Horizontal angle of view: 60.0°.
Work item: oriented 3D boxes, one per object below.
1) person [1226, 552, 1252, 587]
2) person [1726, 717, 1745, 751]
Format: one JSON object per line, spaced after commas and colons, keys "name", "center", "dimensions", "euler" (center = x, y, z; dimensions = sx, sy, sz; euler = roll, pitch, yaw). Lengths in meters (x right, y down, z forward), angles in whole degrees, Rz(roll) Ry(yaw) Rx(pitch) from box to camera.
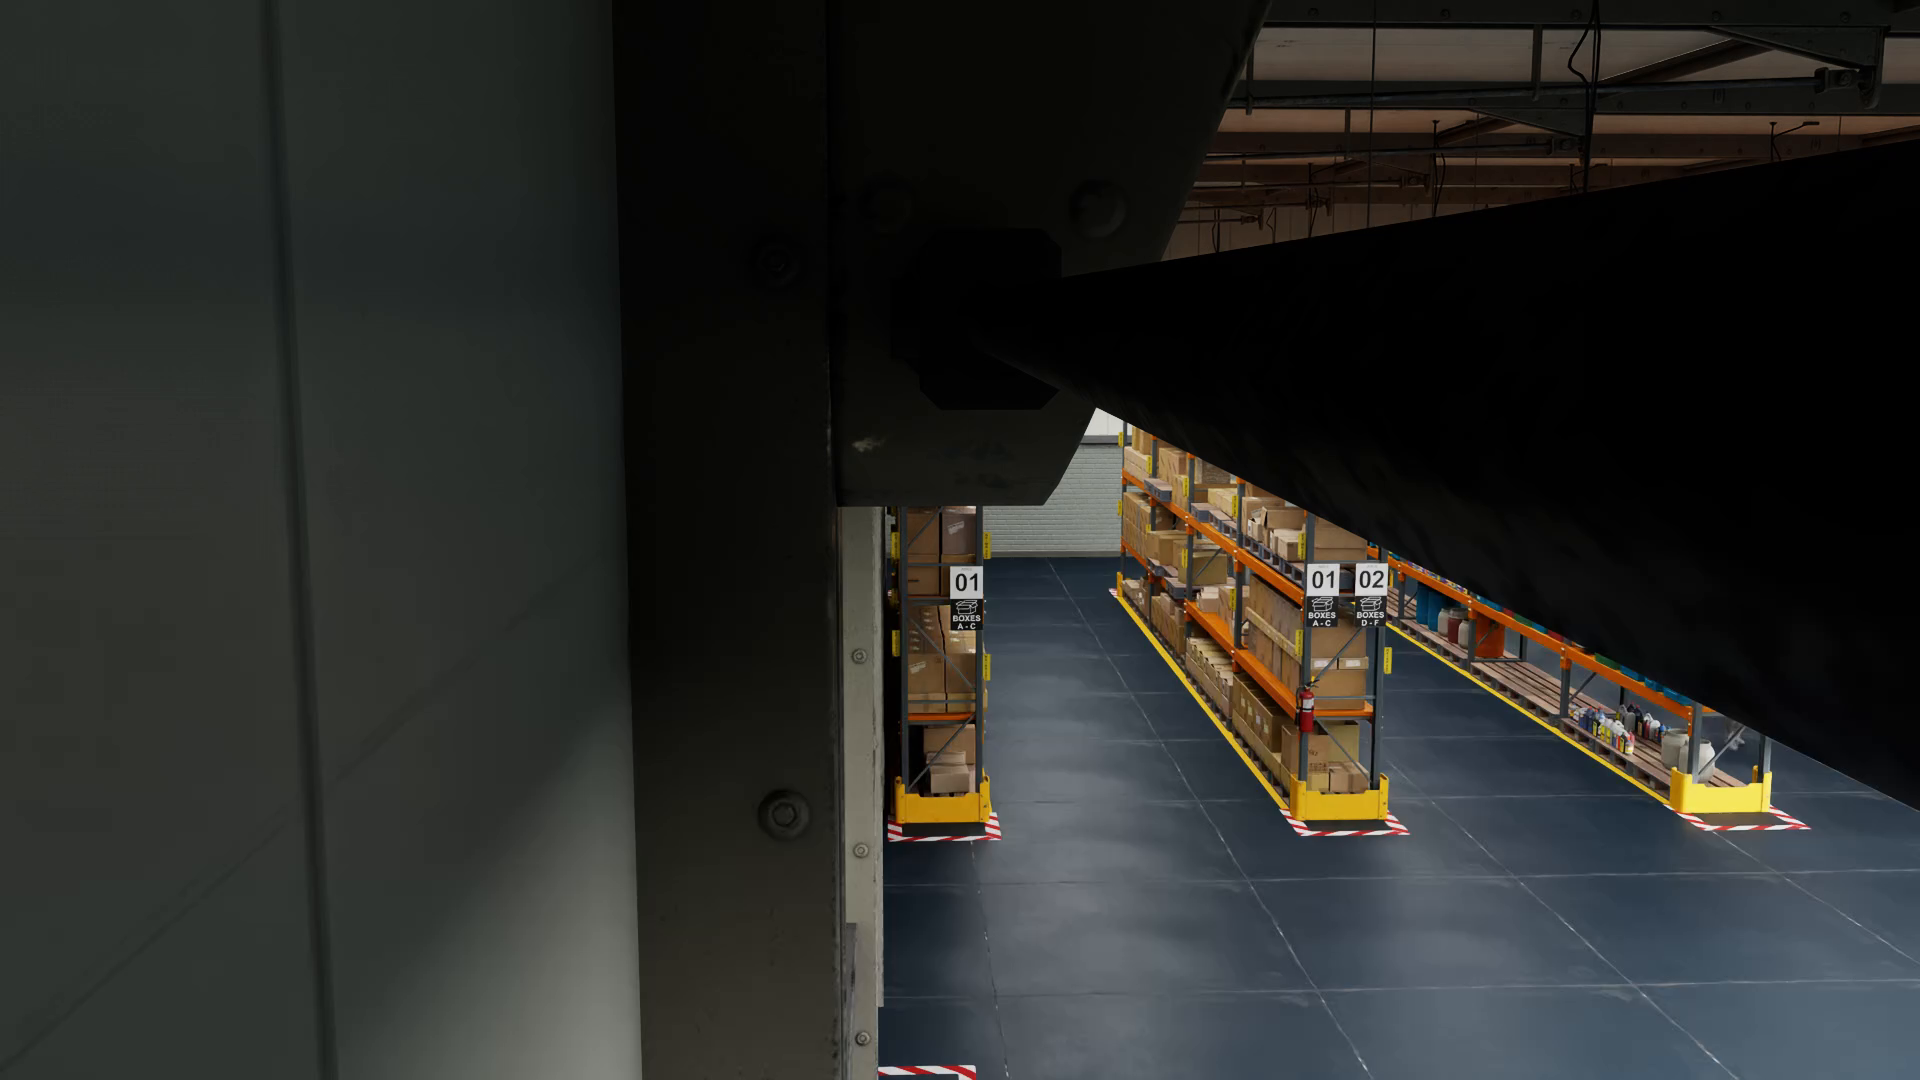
{"name": "person", "center": [6.037, 0.539, 35.394], "dimensions": [0.742, 1.665, 0.701], "euler": [1, 8, 6]}
{"name": "person", "center": [11.225, 2.119, 23.941], "dimensions": [0.581, 1.826, 0.550], "euler": [0, 8, -1]}
